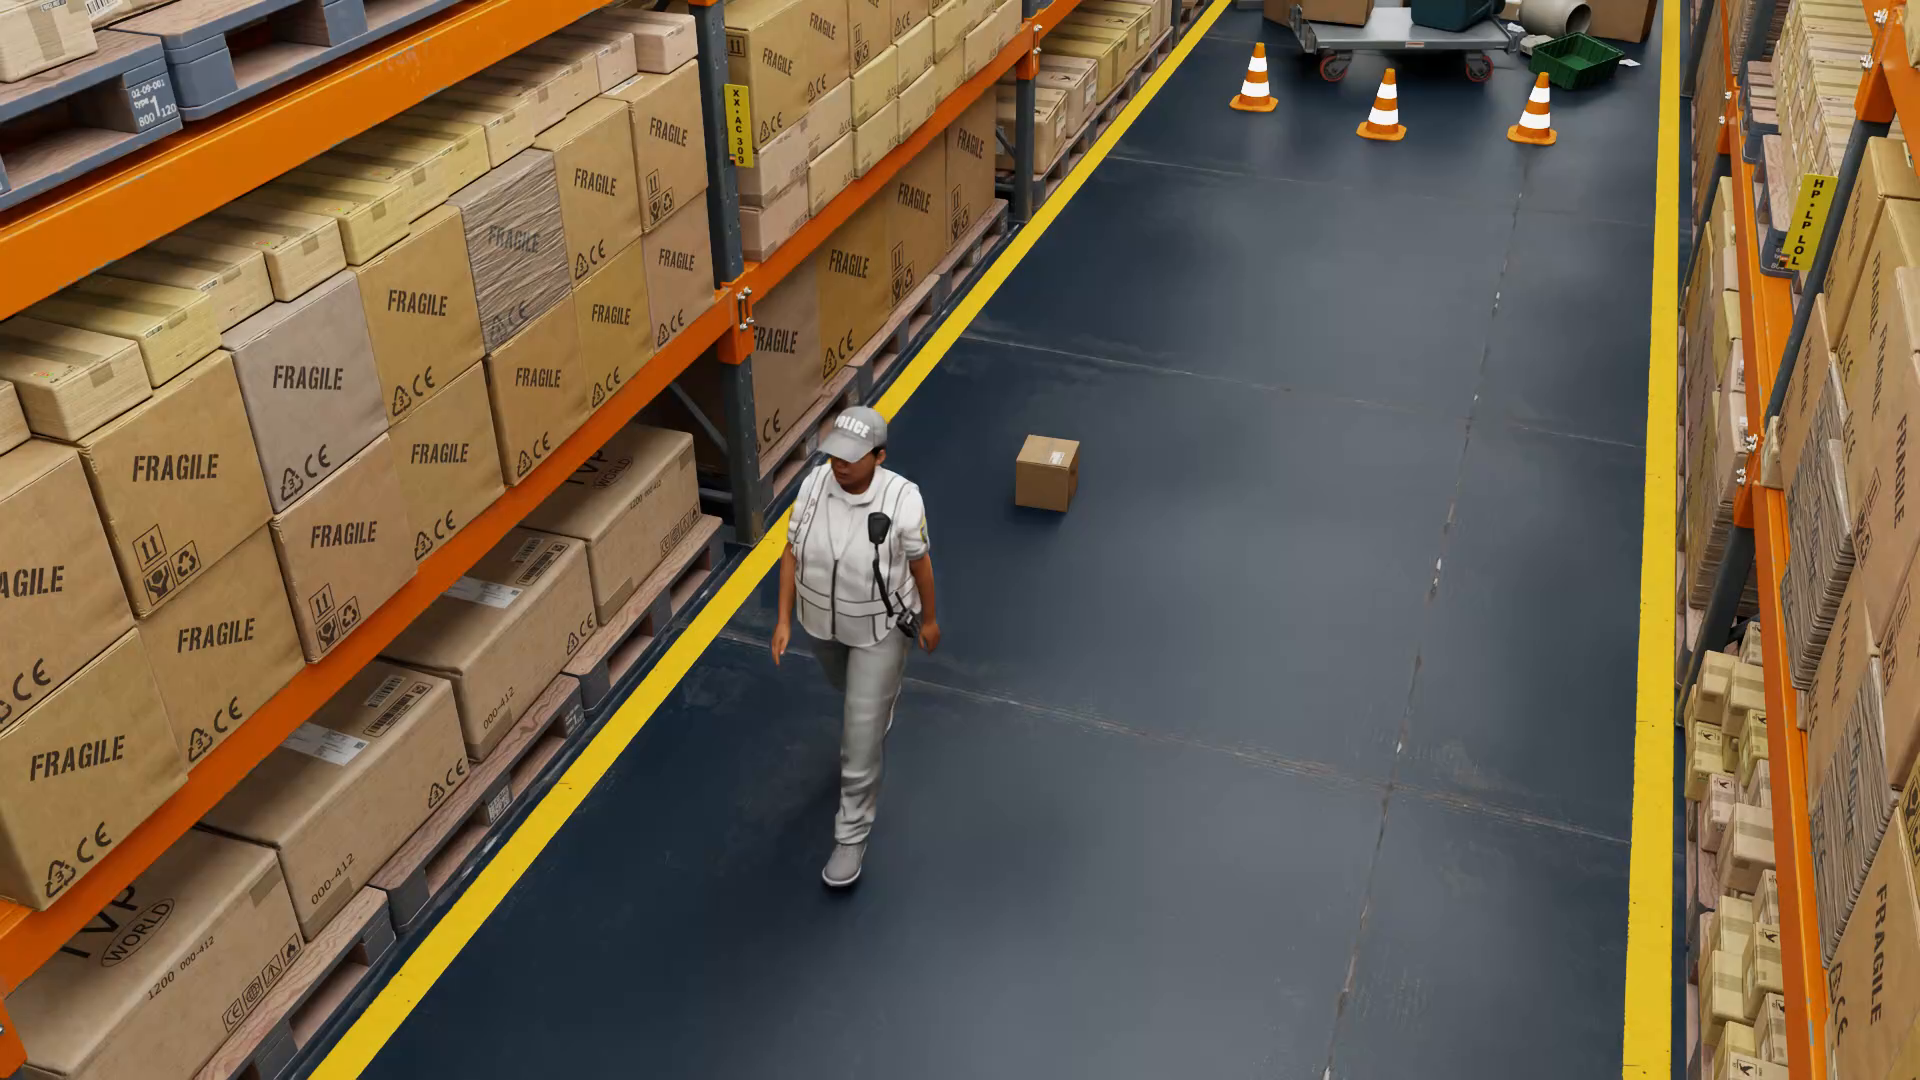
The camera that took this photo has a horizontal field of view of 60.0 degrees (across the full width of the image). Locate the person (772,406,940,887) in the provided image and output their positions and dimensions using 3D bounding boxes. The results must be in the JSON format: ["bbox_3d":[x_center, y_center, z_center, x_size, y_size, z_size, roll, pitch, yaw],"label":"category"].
[{"bbox_3d":[-0.367,0.268,5.740,0.503,1.607,1.037,14,36,20],"label":"person"}]
